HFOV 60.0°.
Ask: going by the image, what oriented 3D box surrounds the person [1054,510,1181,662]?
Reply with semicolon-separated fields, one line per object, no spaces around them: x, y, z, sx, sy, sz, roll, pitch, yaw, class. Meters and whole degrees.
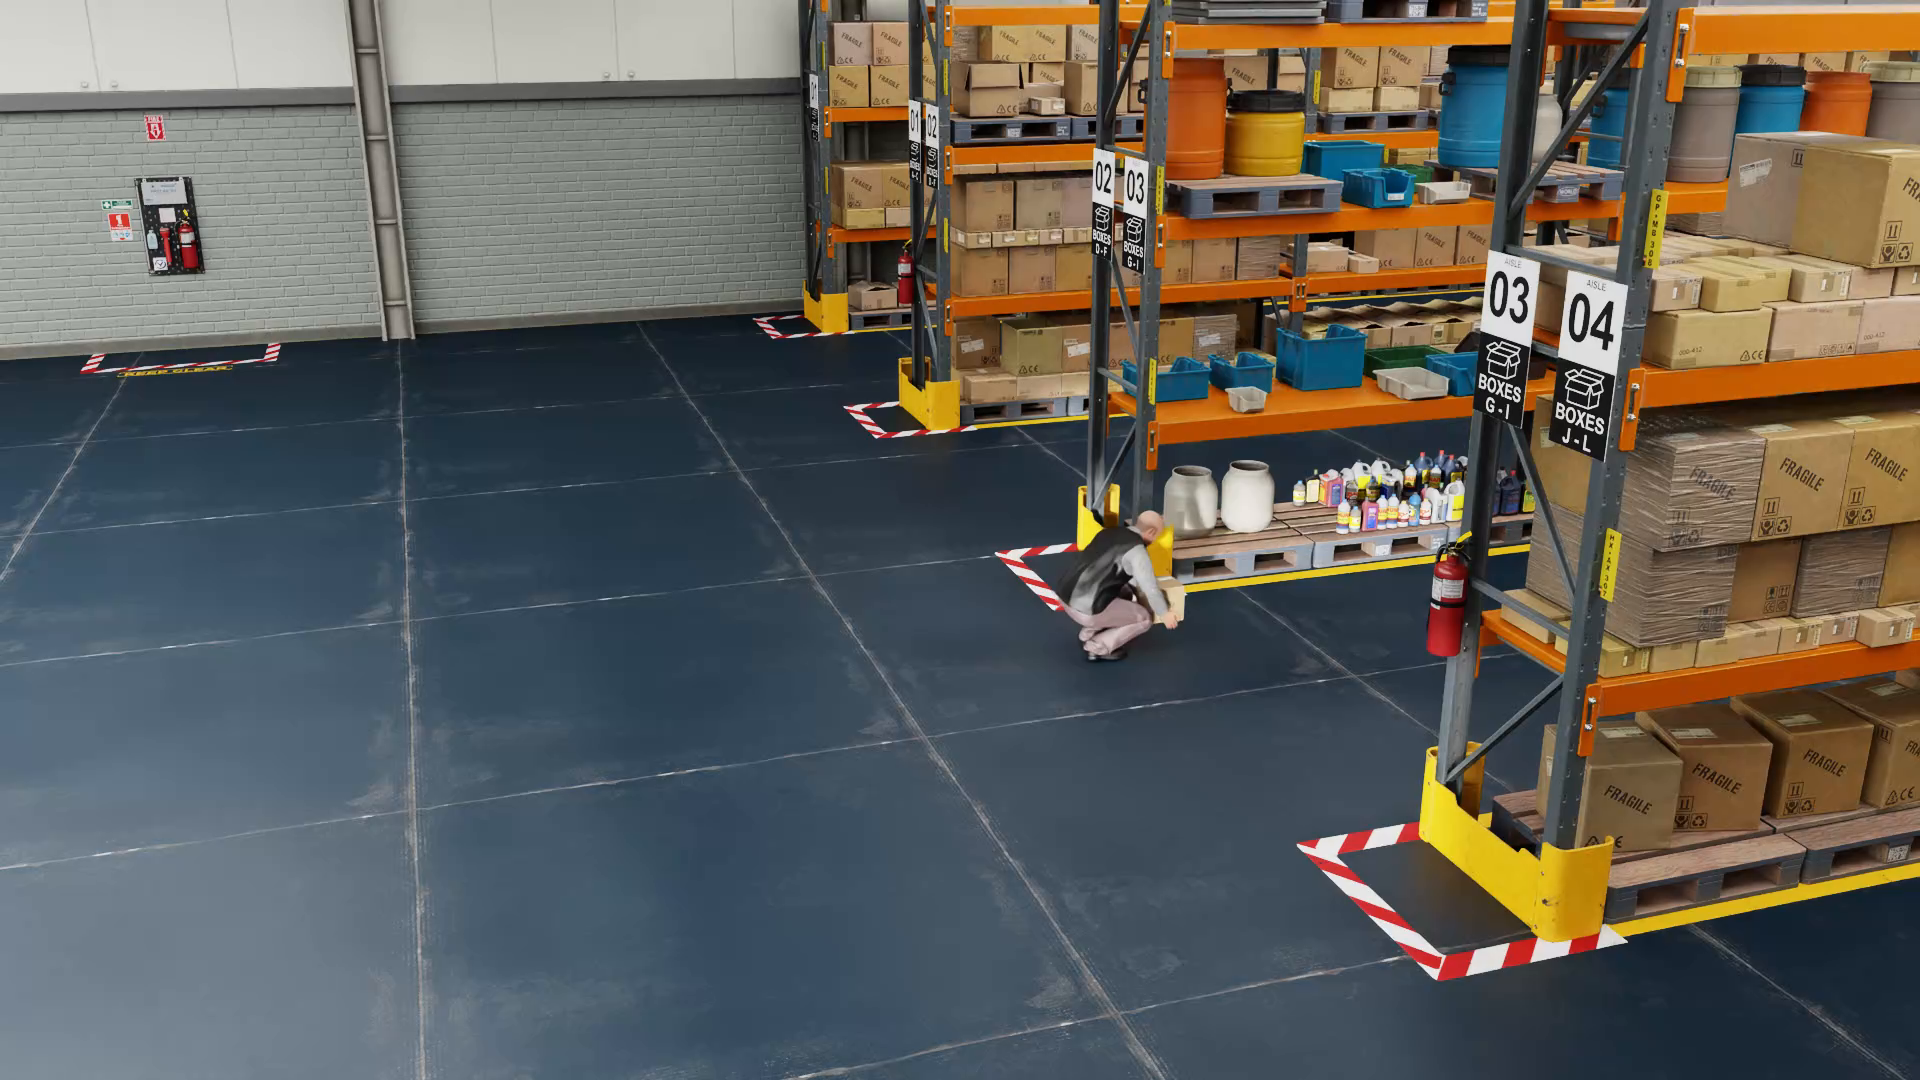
1.079;0.302;11.403;0.853;0.970;0.529;-6;20;-18;person
